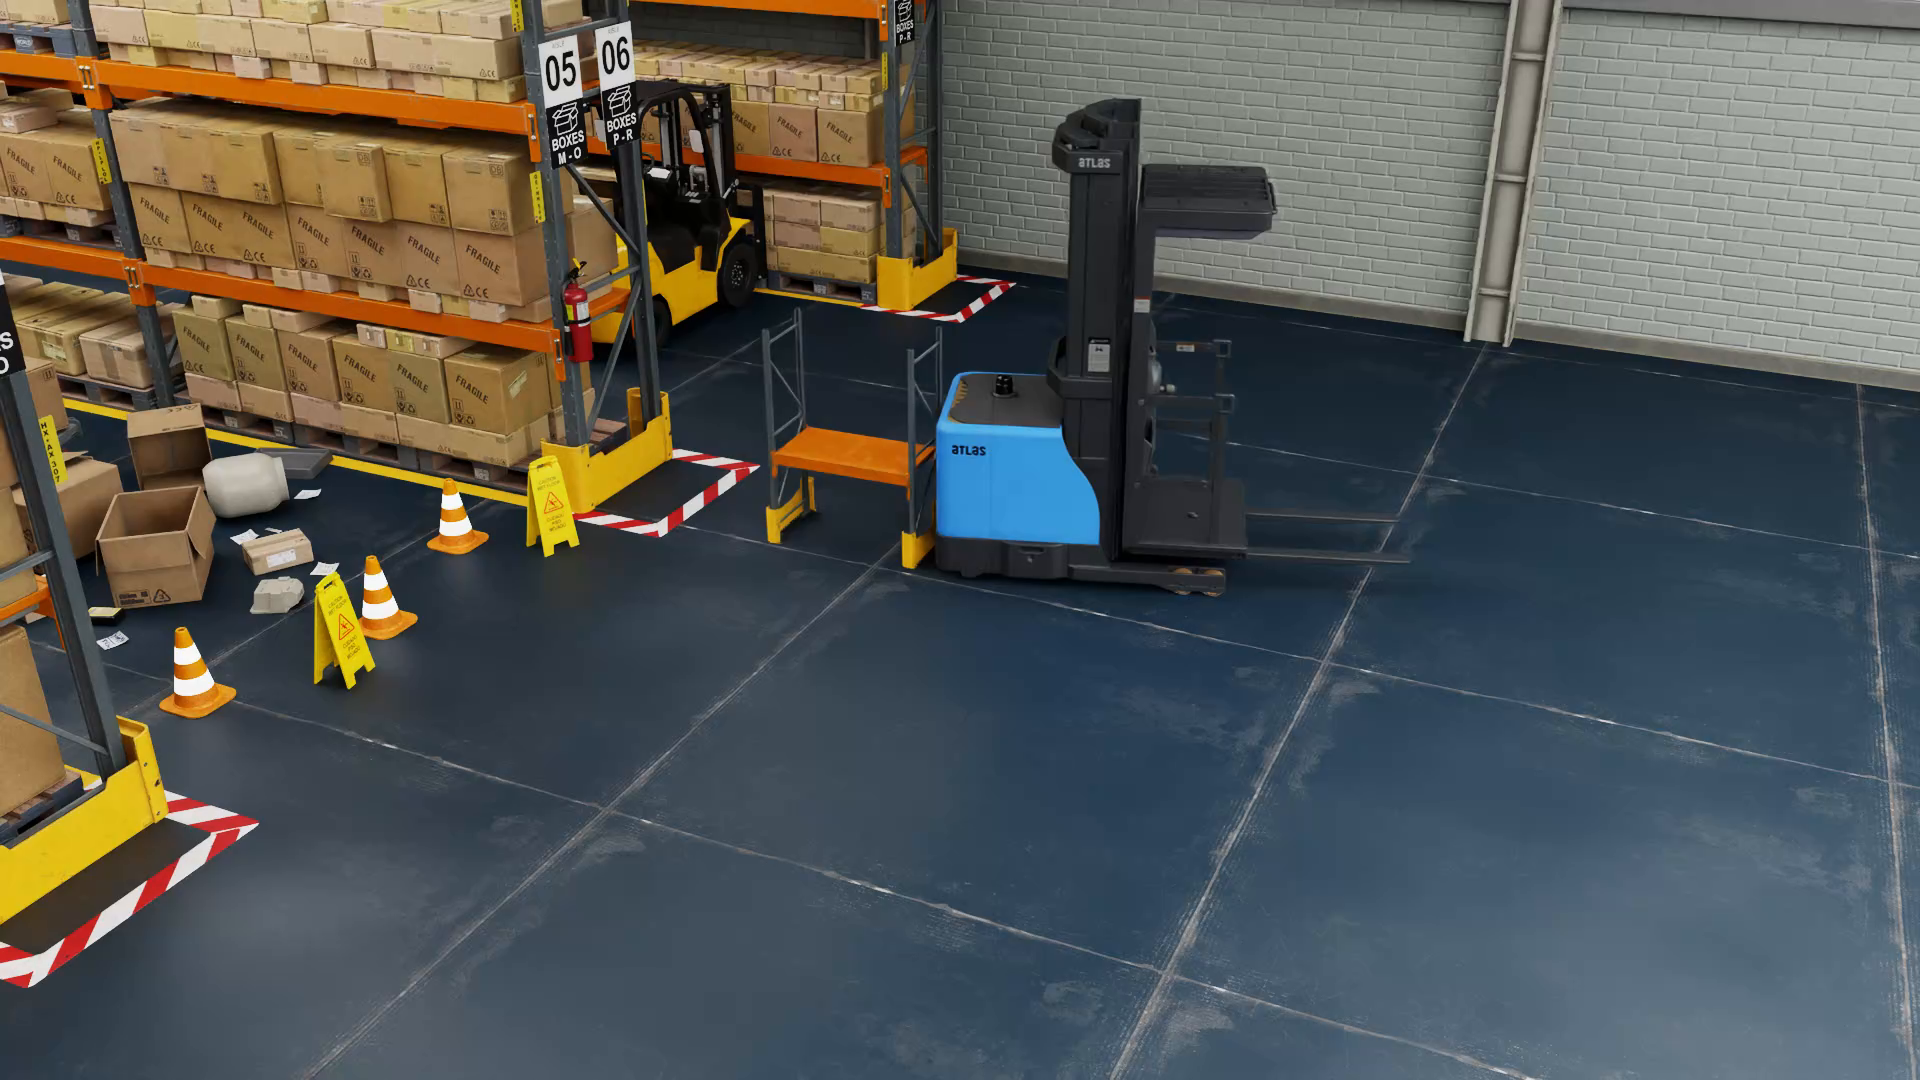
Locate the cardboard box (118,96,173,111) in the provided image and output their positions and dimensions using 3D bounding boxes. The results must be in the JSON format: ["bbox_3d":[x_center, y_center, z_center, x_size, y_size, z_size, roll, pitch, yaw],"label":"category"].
[{"bbox_3d":[-6.405,-3.391,13.151,0.250,0.149,0.380,11,28,22],"label":"cardboard box"}]

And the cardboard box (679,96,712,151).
[{"bbox_3d":[-2.385,-4.079,16.095,0.500,0.500,0.500,12,28,22],"label":"cardboard box"}]

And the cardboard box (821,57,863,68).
[{"bbox_3d":[-1.119,-4.490,15.860,0.250,0.149,0.380,12,29,23],"label":"cardboard box"}]

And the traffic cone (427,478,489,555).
[{"bbox_3d":[-3.408,-0.195,11.192,0.334,0.463,0.336,11,28,22],"label":"traffic cone"}]

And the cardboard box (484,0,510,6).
[{"bbox_3d":[-2.957,-3.551,11.122,0.250,0.149,0.380,11,28,22],"label":"cardboard box"}]

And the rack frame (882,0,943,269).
[{"bbox_3d":[-0.431,-3.770,15.581,0.127,3.000,1.000,11,28,22],"label":"rack frame"}]

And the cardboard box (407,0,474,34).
[{"bbox_3d":[-3.371,-3.409,10.834,0.250,0.149,0.380,11,28,21],"label":"cardboard box"}]

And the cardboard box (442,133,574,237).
[{"bbox_3d":[-3.038,-2.406,11.228,0.500,0.500,0.700,11,28,21],"label":"cardboard box"}]

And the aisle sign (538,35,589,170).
[{"bbox_3d":[-2.546,-2.812,10.691,0.004,0.787,0.394,11,28,22],"label":"aisle sign"}]

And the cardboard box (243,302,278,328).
[{"bbox_3d":[-5.141,-1.730,12.492,0.250,0.149,0.380,13,29,24],"label":"cardboard box"}]

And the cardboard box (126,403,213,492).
[{"bbox_3d":[-5.711,-0.641,12.053,0.500,0.500,0.500,-12,29,-23],"label":"cardboard box"}]

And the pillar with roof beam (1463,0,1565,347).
[{"bbox_3d":[2.988,-4.123,9.506,0.400,9.000,9.100,11,28,22],"label":"pillar with roof beam"}]

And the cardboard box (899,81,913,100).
[{"bbox_3d":[-0.633,-4.272,15.753,0.250,0.149,0.380,11,28,21],"label":"cardboard box"}]

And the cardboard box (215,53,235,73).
[{"bbox_3d":[-5.005,-3.396,11.709,0.250,0.149,0.380,10,28,20],"label":"cardboard box"}]

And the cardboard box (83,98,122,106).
[{"bbox_3d":[-10.434,-5.283,20.275,0.250,0.149,0.380,12,29,22],"label":"cardboard box"}]

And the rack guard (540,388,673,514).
[{"bbox_3d":[-2.552,-0.666,12.106,0.348,0.500,1.175,11,28,22],"label":"rack guard"}]

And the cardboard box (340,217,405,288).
[{"bbox_3d":[-3.998,-2.126,11.793,0.500,0.500,0.500,11,28,22],"label":"cardboard box"}]

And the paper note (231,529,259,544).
[{"bbox_3d":[-4.878,-0.024,11.347,0.142,0.019,0.148,23,35,39],"label":"paper note"}]

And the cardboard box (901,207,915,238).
[{"bbox_3d":[-0.773,-3.118,16.329,0.500,0.250,0.500,12,29,23],"label":"cardboard box"}]

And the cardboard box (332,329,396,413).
[{"bbox_3d":[-4.253,-1.295,12.343,0.500,0.500,0.500,11,28,21],"label":"cardboard box"}]

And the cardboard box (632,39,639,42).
[{"bbox_3d":[-3.445,-4.971,16.836,0.250,0.149,0.380,11,28,20],"label":"cardboard box"}]

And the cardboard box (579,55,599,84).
[{"bbox_3d":[-2.650,-3.198,11.307,0.250,0.149,0.380,11,28,22],"label":"cardboard box"}]

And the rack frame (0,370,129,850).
[{"bbox_3d":[-4.439,0.236,7.445,0.127,3.000,1.000,11,28,22],"label":"rack frame"}]

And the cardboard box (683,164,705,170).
[{"bbox_3d":[-2.622,-3.708,16.960,0.500,0.250,0.500,12,28,22],"label":"cardboard box"}]

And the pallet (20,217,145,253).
[{"bbox_3d":[-6.759,-2.617,13.456,1.213,0.211,1.003,11,28,22],"label":"pallet"}]

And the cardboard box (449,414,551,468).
[{"bbox_3d":[-3.351,-0.772,12.130,0.500,0.250,0.500,11,28,22],"label":"cardboard box"}]

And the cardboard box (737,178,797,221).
[{"bbox_3d":[-1.910,-3.311,16.155,0.500,0.250,0.500,12,29,22],"label":"cardboard box"}]

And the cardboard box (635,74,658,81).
[{"bbox_3d":[-2.974,-4.466,16.148,0.250,0.149,0.380,11,28,21],"label":"cardboard box"}]

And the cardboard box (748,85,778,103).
[{"bbox_3d":[-1.802,-4.243,15.694,0.250,0.149,0.380,10,28,20],"label":"cardboard box"}]

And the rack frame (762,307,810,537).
[{"bbox_3d":[-1.165,-0.772,11.190,0.032,1.500,0.500,10,28,20],"label":"rack frame"}]

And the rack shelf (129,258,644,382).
[{"bbox_3d":[-4.303,-1.816,12.427,4.000,0.370,1.077,11,28,22],"label":"rack shelf"}]

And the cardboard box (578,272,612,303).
[{"bbox_3d":[-2.706,-1.806,11.876,0.250,0.149,0.380,11,28,22],"label":"cardboard box"}]

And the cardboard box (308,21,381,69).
[{"bbox_3d":[-3.991,-3.356,11.177,0.500,0.250,0.500,12,29,23],"label":"cardboard box"}]

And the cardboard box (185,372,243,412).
[{"bbox_3d":[-5.698,-1.243,13.086,0.500,0.250,0.500,10,28,19],"label":"cardboard box"}]

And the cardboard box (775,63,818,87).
[{"bbox_3d":[-1.527,-4.365,15.605,0.250,0.149,0.380,12,28,22],"label":"cardboard box"}]

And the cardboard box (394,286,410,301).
[{"bbox_3d":[-3.834,-1.838,11.942,0.250,0.149,0.380,12,29,23],"label":"cardboard box"}]

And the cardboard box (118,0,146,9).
[{"bbox_3d":[-5.723,-3.871,11.772,0.250,0.149,0.380,12,29,23],"label":"cardboard box"}]

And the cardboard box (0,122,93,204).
[{"bbox_3d":[-7.091,-2.954,12.998,0.500,0.500,0.500,12,28,22],"label":"cardboard box"}]

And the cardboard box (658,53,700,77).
[{"bbox_3d":[-2.699,-4.589,16.061,0.250,0.149,0.380,11,28,22],"label":"cardboard box"}]

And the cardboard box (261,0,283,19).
[{"bbox_3d":[-4.523,-3.656,11.334,0.250,0.149,0.380,12,29,23],"label":"cardboard box"}]

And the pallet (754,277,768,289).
[{"bbox_3d":[-2.251,-2.865,16.901,1.213,0.211,1.003,11,28,22],"label":"pallet"}]

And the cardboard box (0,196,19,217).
[{"bbox_3d":[-7.422,-2.697,13.210,0.250,0.149,0.380,12,29,22],"label":"cardboard box"}]

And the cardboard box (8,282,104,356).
[{"bbox_3d":[-7.892,-1.866,14.212,0.625,0.372,0.950,12,29,23],"label":"cardboard box"}]

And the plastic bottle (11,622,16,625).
[{"bbox_3d":[-5.853,0.579,10.074,0.133,0.061,0.283,2,26,4],"label":"plastic bottle"}]

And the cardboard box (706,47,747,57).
[{"bbox_3d":[-2.287,-4.728,16.342,0.250,0.149,0.380,12,29,23],"label":"cardboard box"}]

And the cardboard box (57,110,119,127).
[{"bbox_3d":[-6.888,-3.164,13.424,0.500,0.500,0.500,11,28,22],"label":"cardboard box"}]

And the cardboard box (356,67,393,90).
[{"bbox_3d":[-3.840,-3.153,11.217,0.250,0.149,0.380,11,28,21],"label":"cardboard box"}]

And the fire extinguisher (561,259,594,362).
[{"bbox_3d":[-2.569,-1.532,11.124,0.183,0.674,0.296,11,28,22],"label":"fire extinguisher"}]

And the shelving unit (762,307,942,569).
[{"bbox_3d":[-0.702,-0.690,11.023,1.083,1.500,0.587,10,28,20],"label":"shelving unit"}]

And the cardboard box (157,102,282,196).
[{"bbox_3d":[-5.357,-2.862,12.154,0.500,0.500,0.700,12,28,22],"label":"cardboard box"}]

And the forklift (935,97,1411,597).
[{"bbox_3d":[1.393,-1.205,10.448,3.031,2.935,1.130,3,26,6],"label":"forklift"}]

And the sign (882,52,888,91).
[{"bbox_3d":[-0.668,-4.180,14.835,0.005,0.325,0.100,11,28,22],"label":"sign"}]

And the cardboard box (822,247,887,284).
[{"bbox_3d":[-0.990,-2.683,16.012,0.500,0.250,0.500,12,28,22],"label":"cardboard box"}]

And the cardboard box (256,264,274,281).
[{"bbox_3d":[-4.997,-2.048,12.369,0.250,0.149,0.380,11,28,22],"label":"cardboard box"}]
